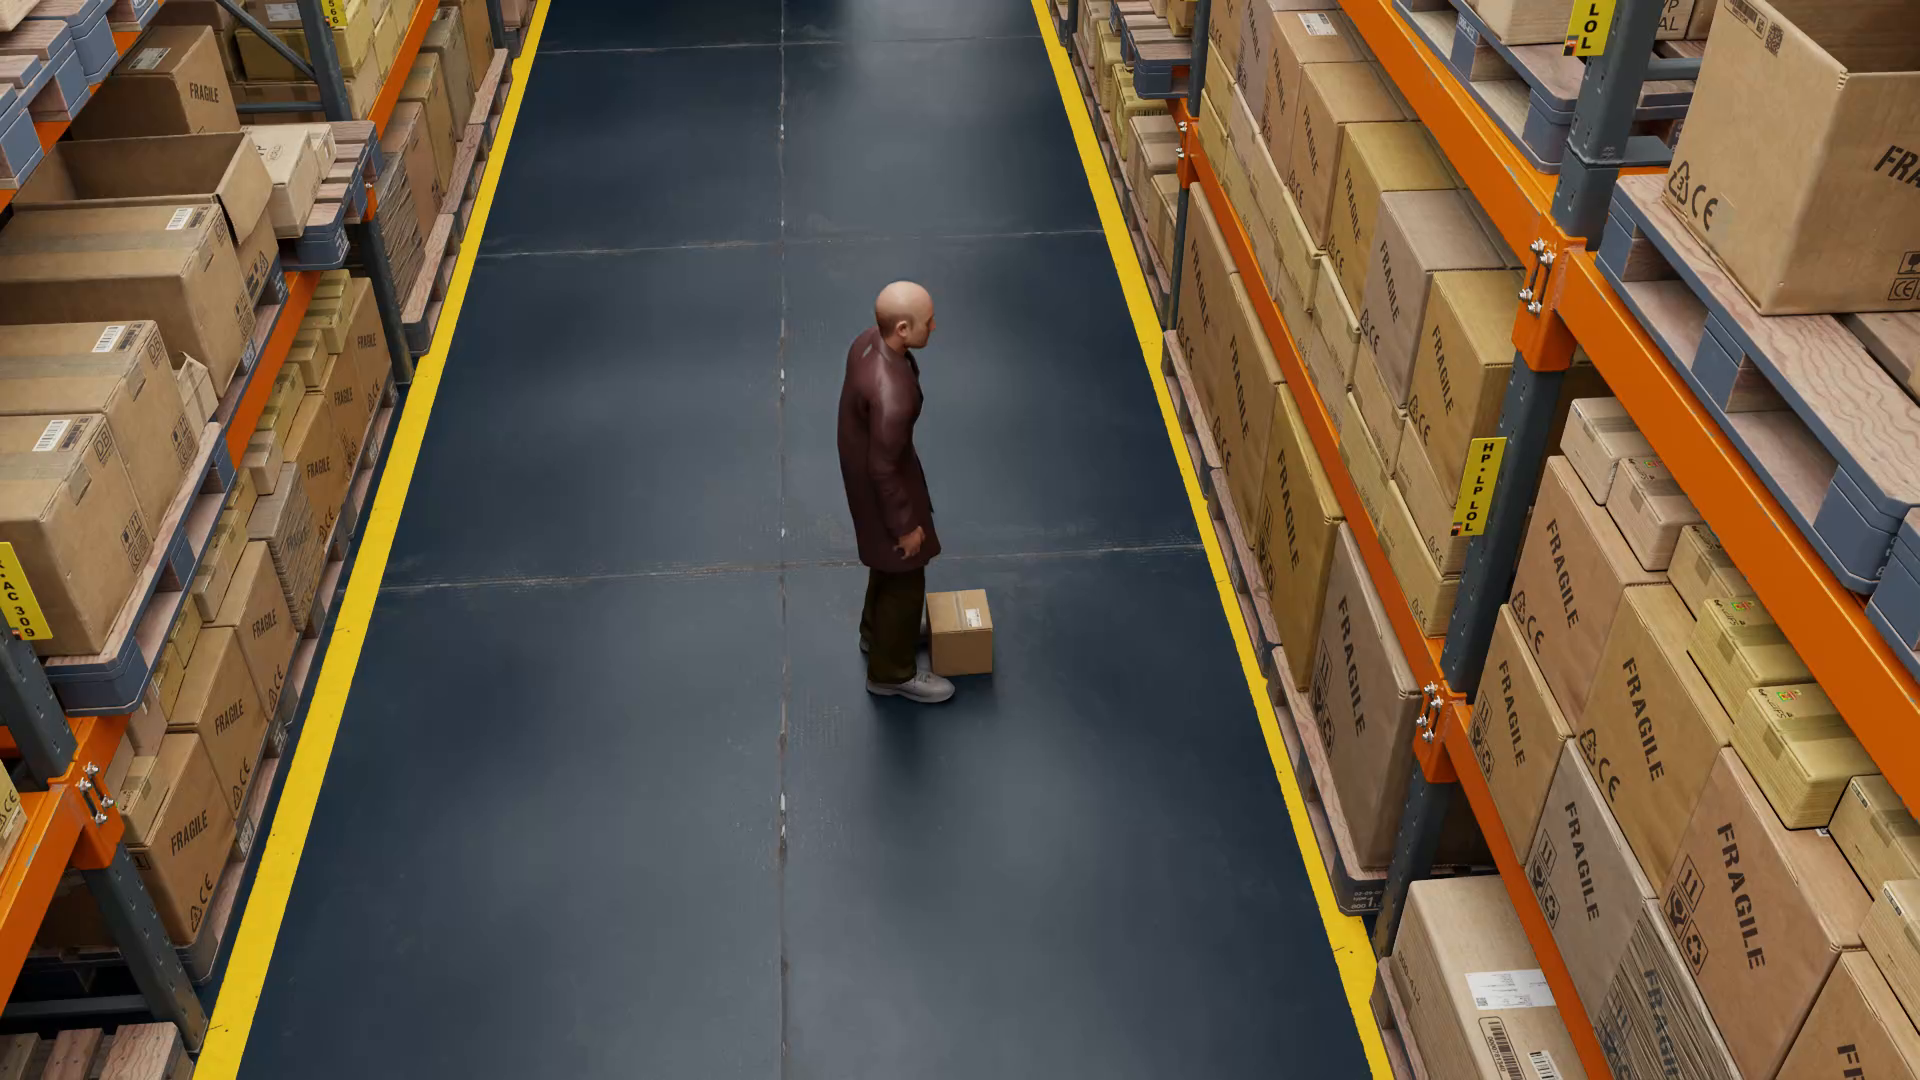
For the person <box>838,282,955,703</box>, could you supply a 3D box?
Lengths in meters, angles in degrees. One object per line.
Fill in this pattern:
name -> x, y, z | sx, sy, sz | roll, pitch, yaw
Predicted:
person -> -0.251, -0.194, 6.408 | 0.419, 1.774, 0.645 | -3, 39, -4
